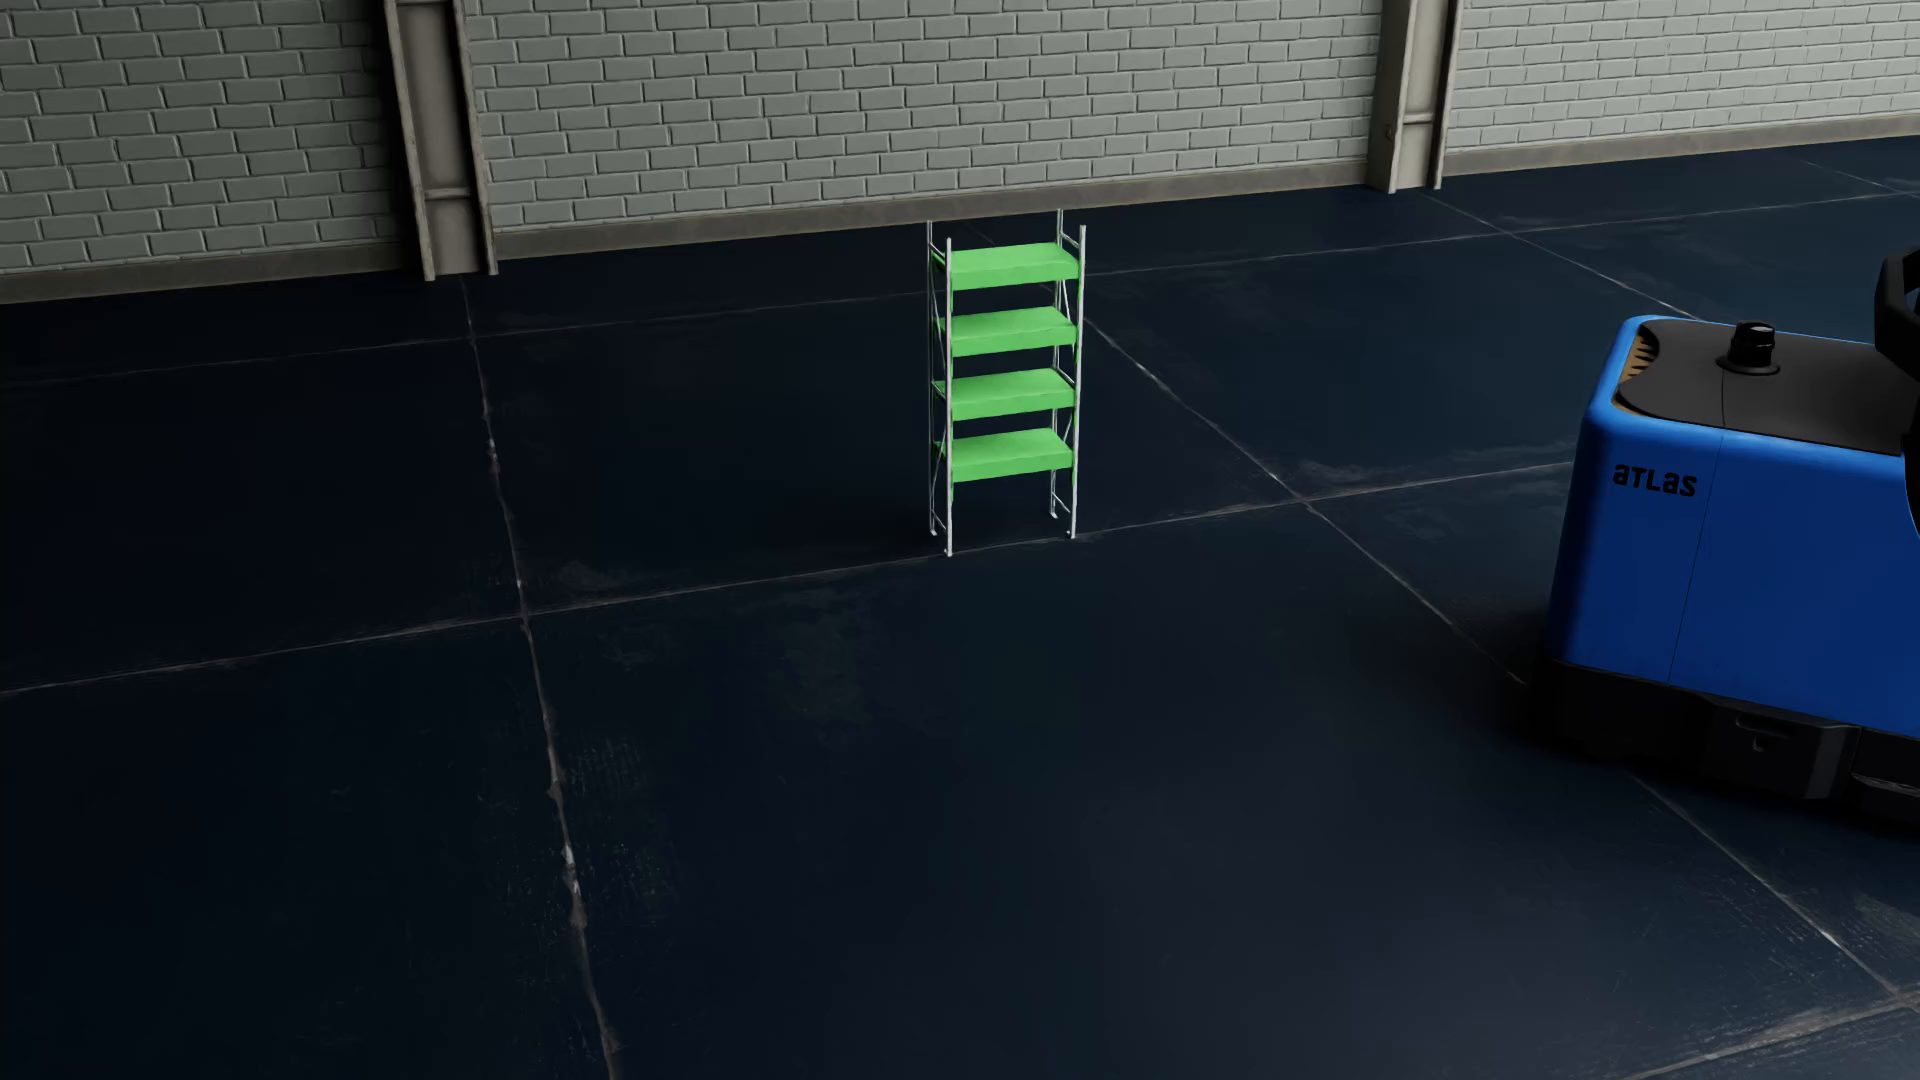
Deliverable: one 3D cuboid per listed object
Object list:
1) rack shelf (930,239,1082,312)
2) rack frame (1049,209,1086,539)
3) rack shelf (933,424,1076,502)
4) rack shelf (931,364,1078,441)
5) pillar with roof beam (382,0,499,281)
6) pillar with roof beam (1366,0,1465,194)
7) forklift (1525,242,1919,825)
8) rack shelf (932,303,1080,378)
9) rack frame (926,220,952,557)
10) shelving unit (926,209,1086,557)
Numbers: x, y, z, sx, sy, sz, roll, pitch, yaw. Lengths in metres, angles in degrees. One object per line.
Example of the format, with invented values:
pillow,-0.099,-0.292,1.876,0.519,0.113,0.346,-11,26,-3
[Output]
rack shelf,0.157,-0.933,5.844,0.480,0.148,0.258,-8,28,-16
rack frame,0.389,-0.594,6.097,0.015,1.200,0.240,-8,28,-16
rack shelf,0.157,-0.288,6.164,0.480,0.148,0.258,-8,28,-16
rack shelf,0.157,-0.503,6.058,0.480,0.148,0.258,-8,28,-16
pillar with roof beam,-1.459,-3.720,3.622,0.400,9.000,9.100,-8,28,-16
pillar with roof beam,4.246,-4.546,5.287,0.400,9.000,9.100,-8,28,-16
forklift,3.263,-0.605,4.172,3.031,2.935,1.130,12,29,23
rack shelf,0.157,-0.718,5.951,0.480,0.148,0.258,-8,28,-16
rack frame,-0.075,-0.527,5.961,0.015,1.200,0.240,-8,28,-16
shelving unit,0.157,-0.560,6.029,0.503,1.200,0.258,-8,28,-16
